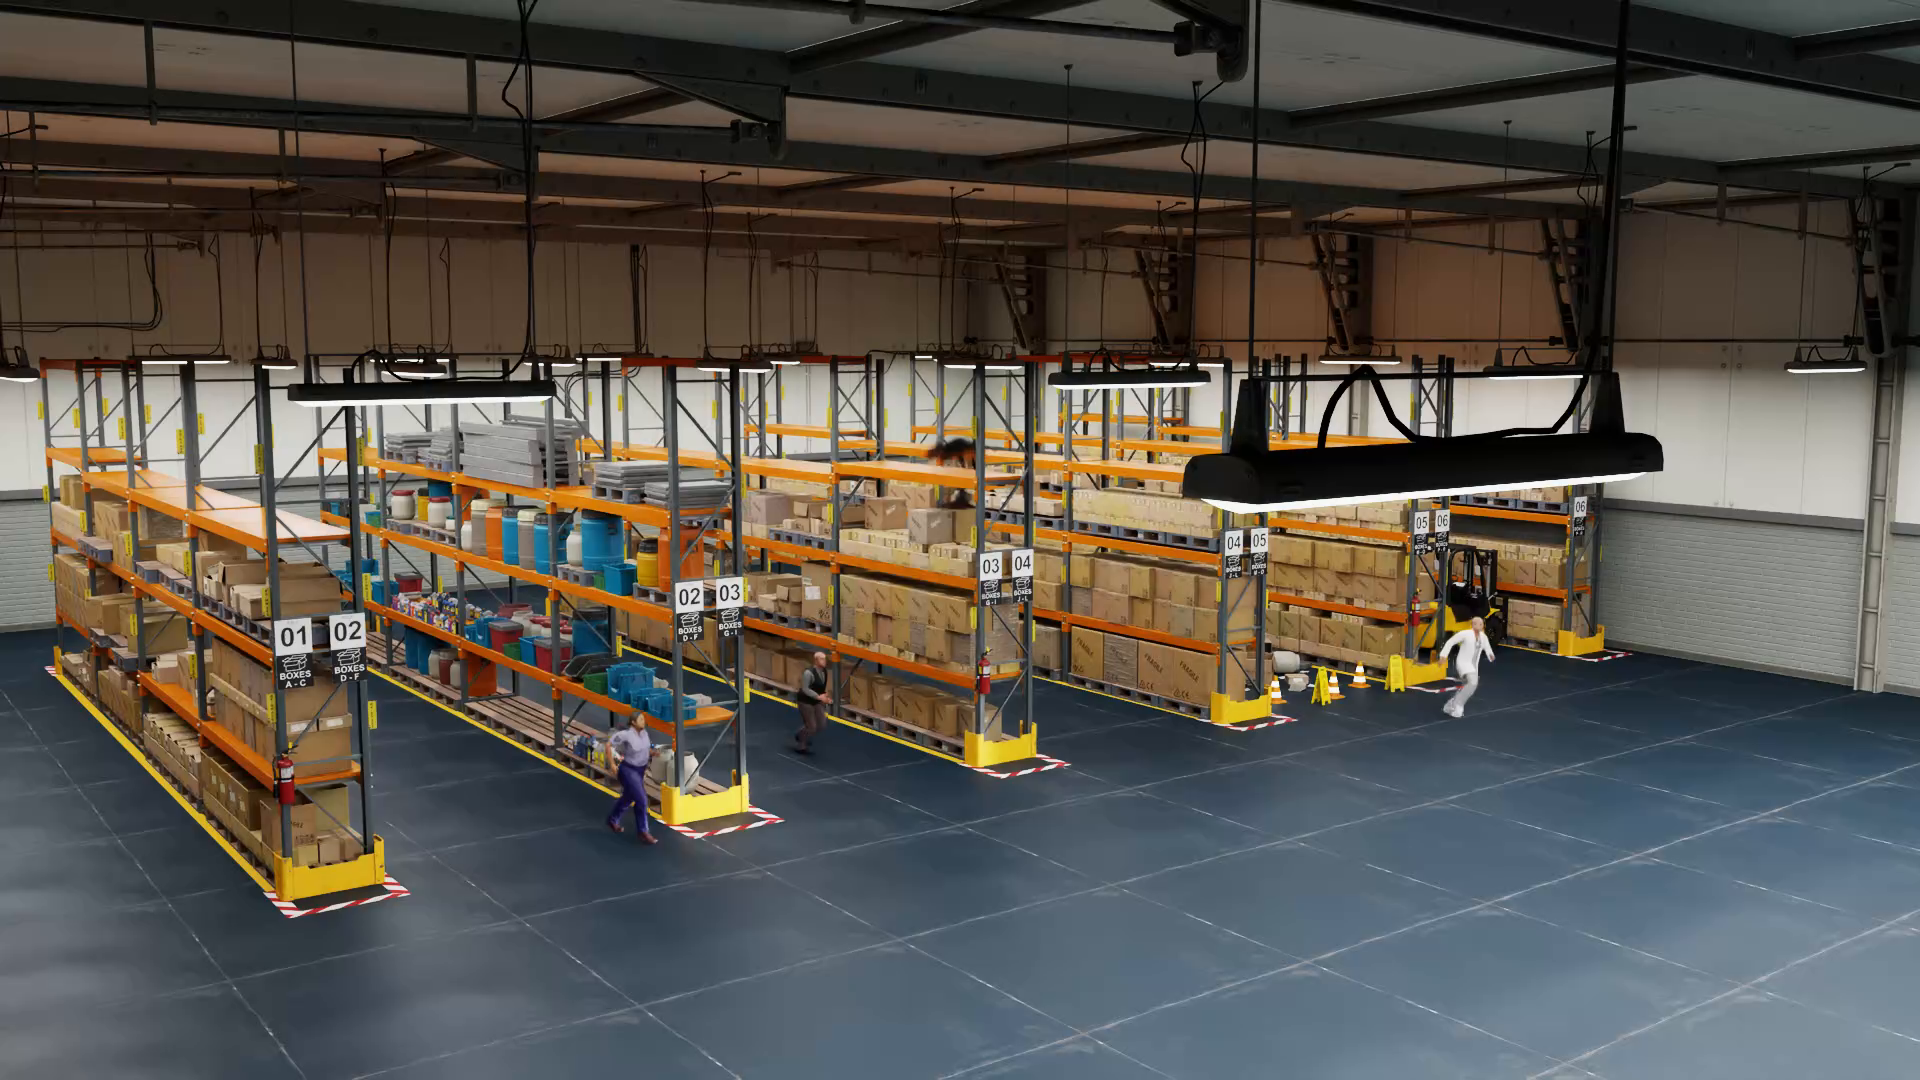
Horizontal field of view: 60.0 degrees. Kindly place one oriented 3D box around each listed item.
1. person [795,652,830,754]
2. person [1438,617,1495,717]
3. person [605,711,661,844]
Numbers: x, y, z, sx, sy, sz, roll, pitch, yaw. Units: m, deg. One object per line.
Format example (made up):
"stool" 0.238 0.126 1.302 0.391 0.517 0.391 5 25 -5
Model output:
"person" -2.274 2.483 25.467 0.762 1.612 0.643 4 8 30
"person" 8.621 2.200 28.078 0.884 1.585 0.755 -5 9 -36
"person" -4.165 2.975 21.132 0.879 1.621 0.609 3 7 23
